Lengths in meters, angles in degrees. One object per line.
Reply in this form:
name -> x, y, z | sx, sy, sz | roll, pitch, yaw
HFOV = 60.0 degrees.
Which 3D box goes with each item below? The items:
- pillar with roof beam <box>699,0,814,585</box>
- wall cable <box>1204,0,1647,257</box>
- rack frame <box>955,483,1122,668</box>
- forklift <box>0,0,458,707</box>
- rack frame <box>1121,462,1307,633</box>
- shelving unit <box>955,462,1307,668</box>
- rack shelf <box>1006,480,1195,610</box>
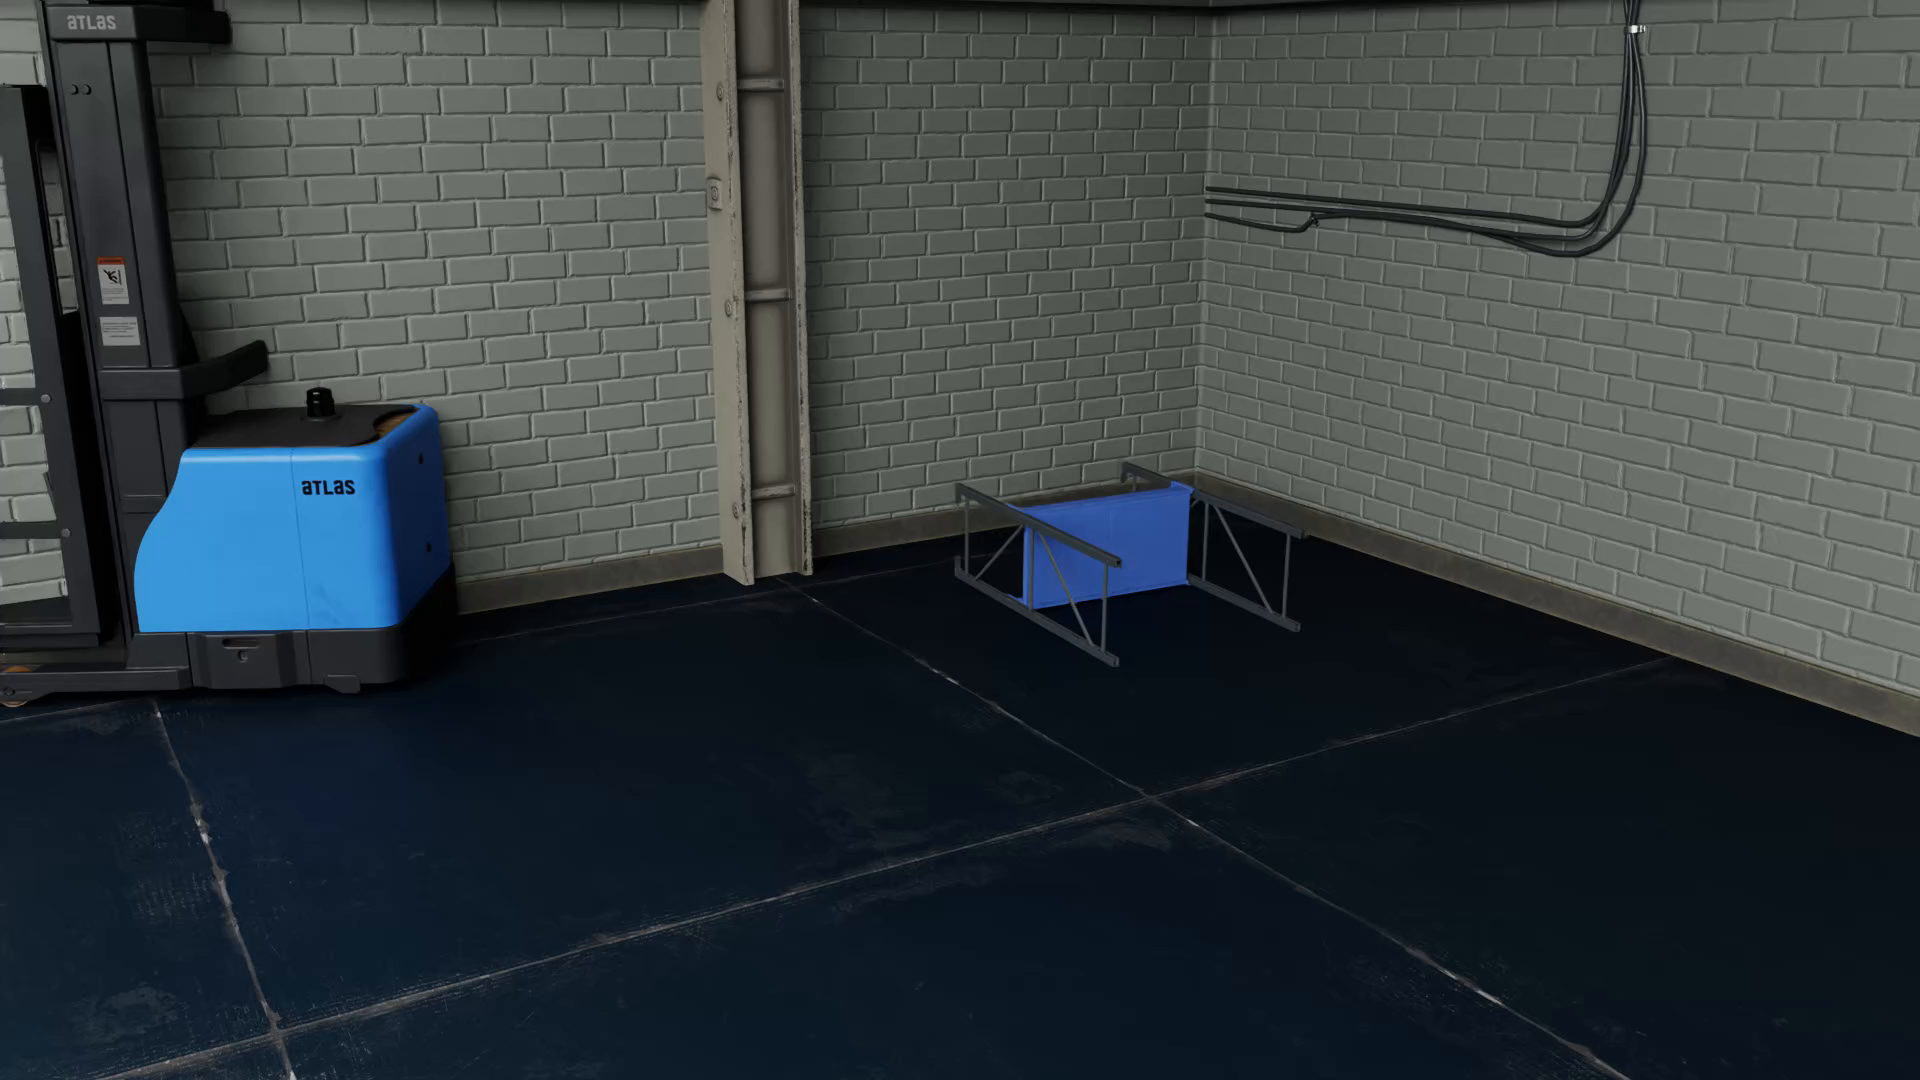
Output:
pillar with roof beam -> 1.199, -3.165, 4.030 | 0.400, 9.000, 9.100 | -9, 18, -30
wall cable -> 2.188, -2.770, 8.371 | 0.112, 2.526, 3.097 | -9, 18, -30
rack frame -> 0.339, 0.136, 7.931 | 0.032, 0.500, 1.500 | -8, 18, -27
forklift -> -3.878, -0.859, 7.045 | 3.031, 2.935, 1.130 | -1, 16, -3
rack frame -> 1.237, 0.007, 8.391 | 0.032, 0.500, 1.500 | -8, 18, -27
shelving unit -> 0.788, 0.071, 8.161 | 1.048, 0.538, 1.500 | -8, 18, -27
rack shelf -> 0.704, 0.026, 8.313 | 1.000, 0.538, 0.185 | -8, 18, -27
